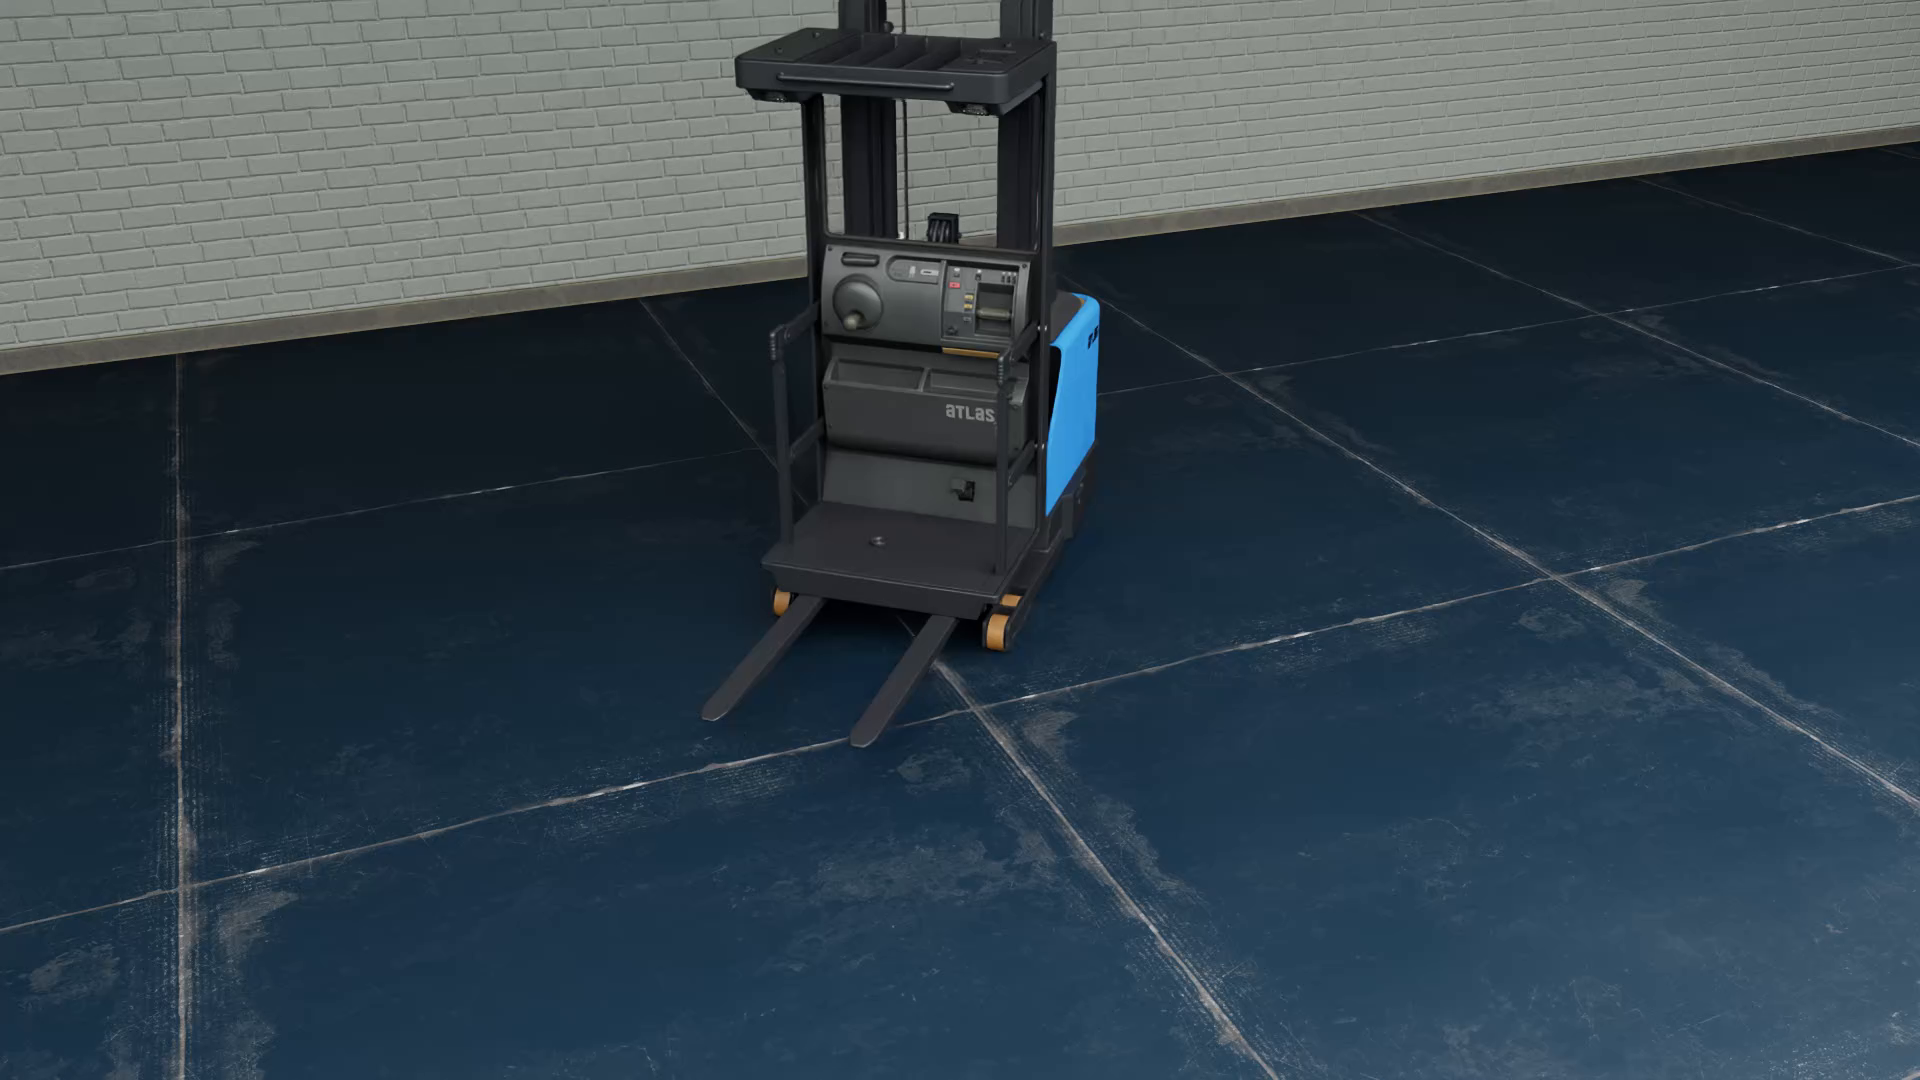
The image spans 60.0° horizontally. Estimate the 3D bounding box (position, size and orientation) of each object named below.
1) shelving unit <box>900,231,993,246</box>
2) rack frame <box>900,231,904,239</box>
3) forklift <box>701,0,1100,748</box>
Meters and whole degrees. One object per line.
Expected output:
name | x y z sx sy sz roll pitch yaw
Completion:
shelving unit | -0.076 -1.049 9.032 0.258 1.200 0.503 -18 31 -33
rack frame | -0.223 -1.135 9.207 0.240 1.200 0.015 -18 31 -33
forklift | -0.216 -1.026 7.010 1.130 2.935 3.031 8 27 16
